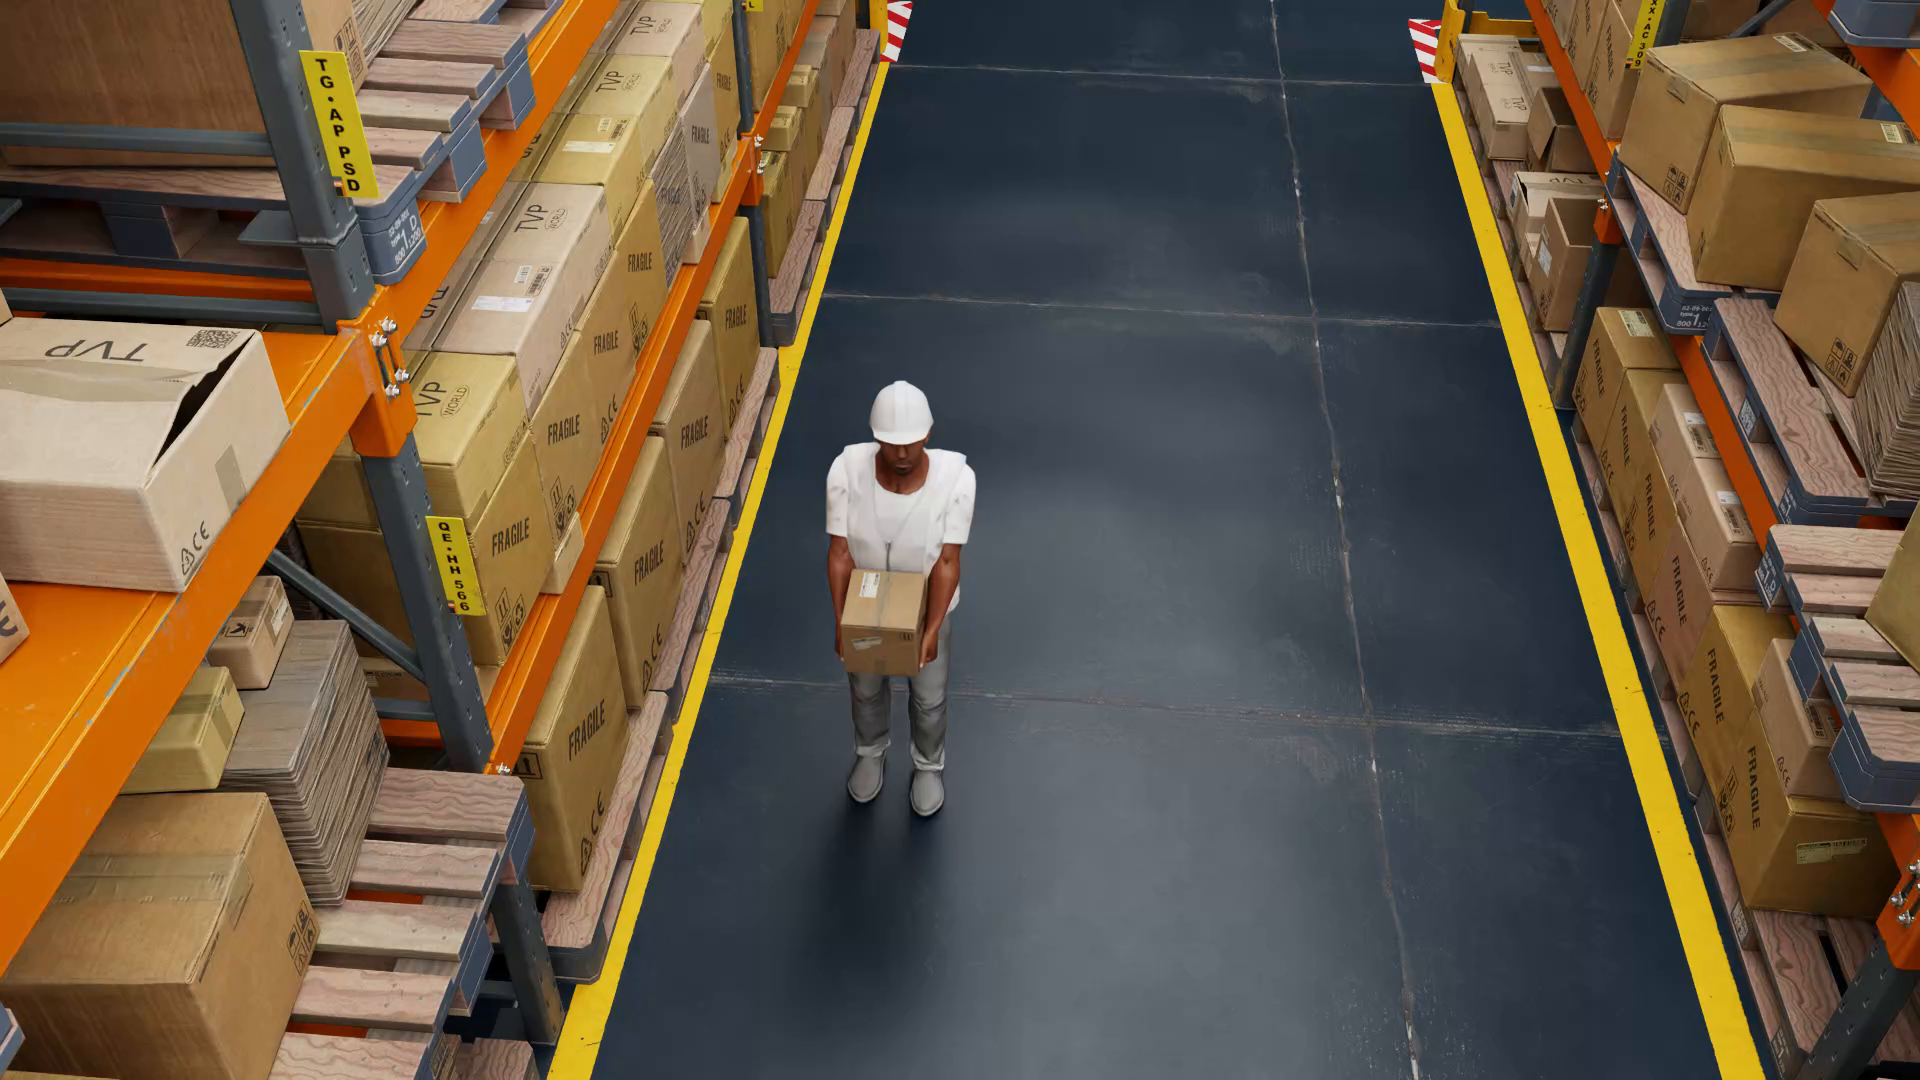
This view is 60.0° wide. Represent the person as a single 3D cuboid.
[{"bbox_3d":[-0.215,0.277,5.808,0.504,1.762,0.566,4,40,5],"label":"person"}]
